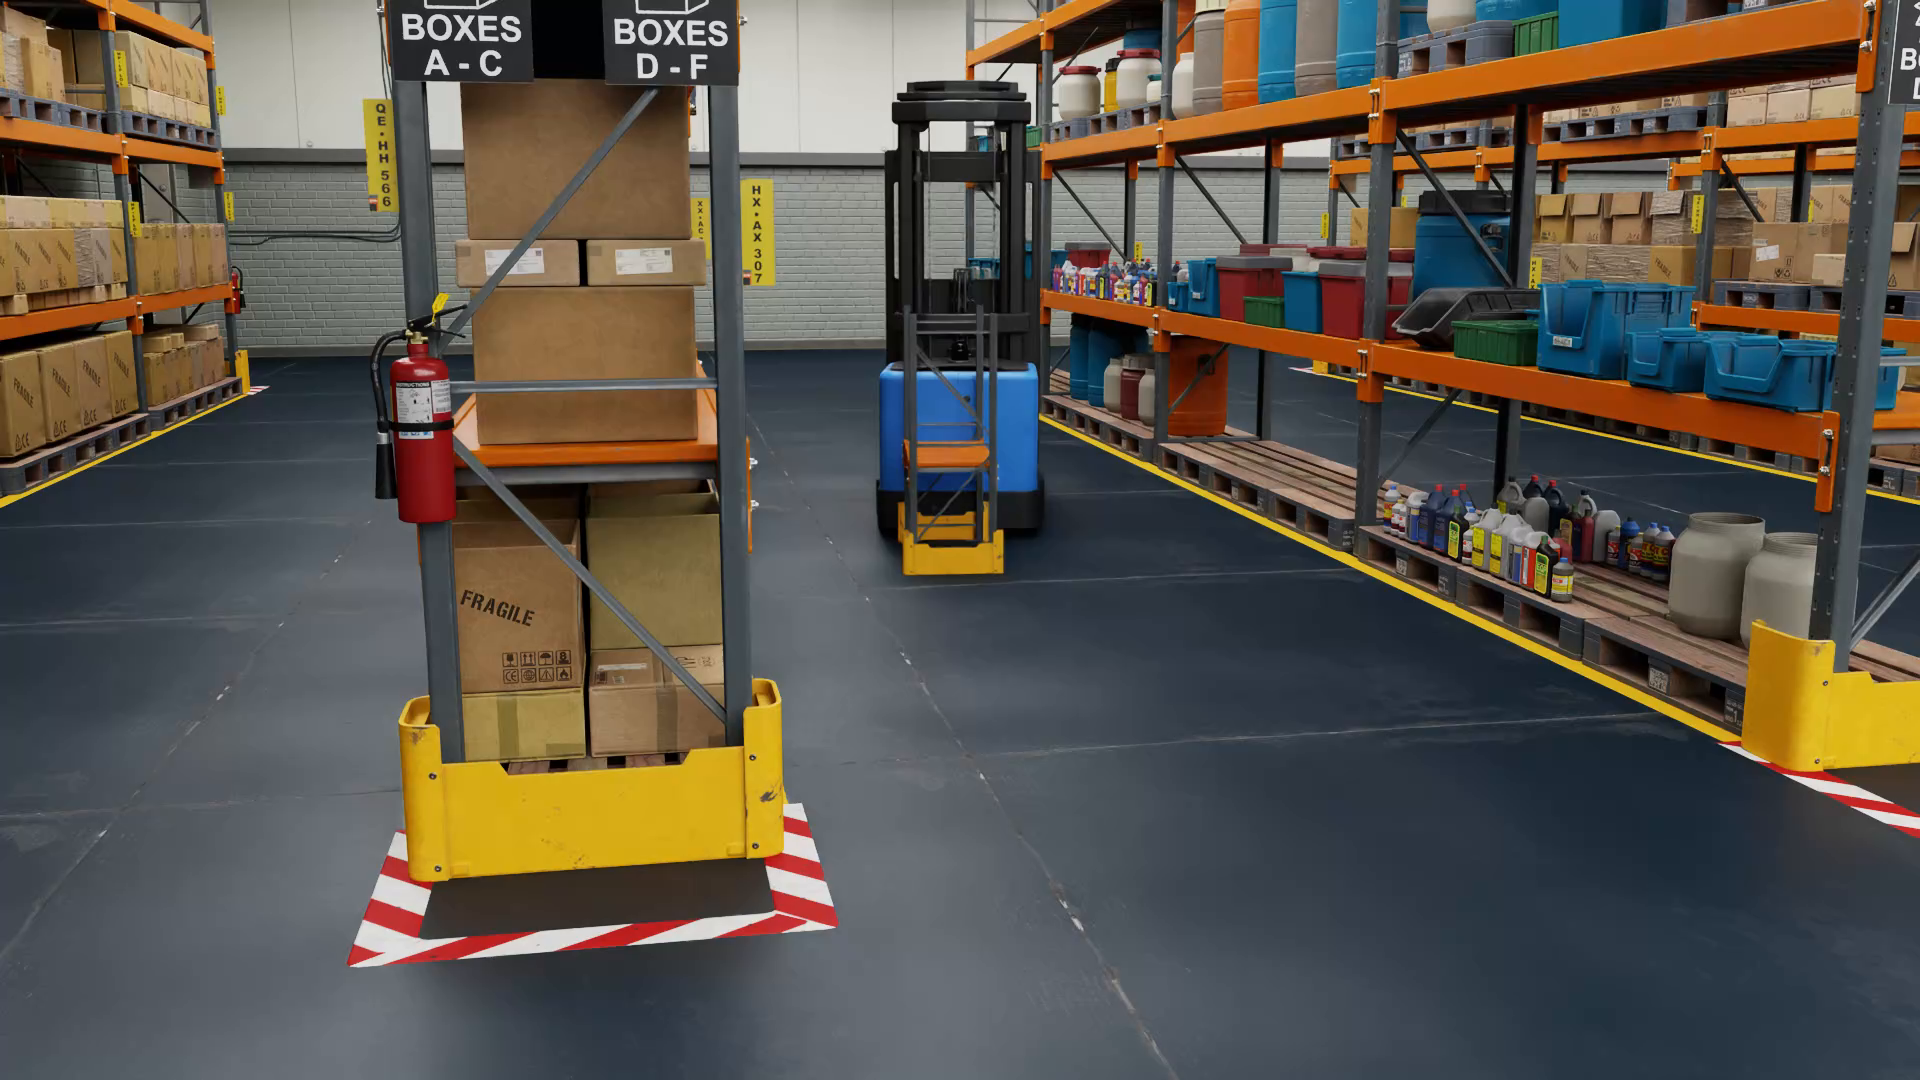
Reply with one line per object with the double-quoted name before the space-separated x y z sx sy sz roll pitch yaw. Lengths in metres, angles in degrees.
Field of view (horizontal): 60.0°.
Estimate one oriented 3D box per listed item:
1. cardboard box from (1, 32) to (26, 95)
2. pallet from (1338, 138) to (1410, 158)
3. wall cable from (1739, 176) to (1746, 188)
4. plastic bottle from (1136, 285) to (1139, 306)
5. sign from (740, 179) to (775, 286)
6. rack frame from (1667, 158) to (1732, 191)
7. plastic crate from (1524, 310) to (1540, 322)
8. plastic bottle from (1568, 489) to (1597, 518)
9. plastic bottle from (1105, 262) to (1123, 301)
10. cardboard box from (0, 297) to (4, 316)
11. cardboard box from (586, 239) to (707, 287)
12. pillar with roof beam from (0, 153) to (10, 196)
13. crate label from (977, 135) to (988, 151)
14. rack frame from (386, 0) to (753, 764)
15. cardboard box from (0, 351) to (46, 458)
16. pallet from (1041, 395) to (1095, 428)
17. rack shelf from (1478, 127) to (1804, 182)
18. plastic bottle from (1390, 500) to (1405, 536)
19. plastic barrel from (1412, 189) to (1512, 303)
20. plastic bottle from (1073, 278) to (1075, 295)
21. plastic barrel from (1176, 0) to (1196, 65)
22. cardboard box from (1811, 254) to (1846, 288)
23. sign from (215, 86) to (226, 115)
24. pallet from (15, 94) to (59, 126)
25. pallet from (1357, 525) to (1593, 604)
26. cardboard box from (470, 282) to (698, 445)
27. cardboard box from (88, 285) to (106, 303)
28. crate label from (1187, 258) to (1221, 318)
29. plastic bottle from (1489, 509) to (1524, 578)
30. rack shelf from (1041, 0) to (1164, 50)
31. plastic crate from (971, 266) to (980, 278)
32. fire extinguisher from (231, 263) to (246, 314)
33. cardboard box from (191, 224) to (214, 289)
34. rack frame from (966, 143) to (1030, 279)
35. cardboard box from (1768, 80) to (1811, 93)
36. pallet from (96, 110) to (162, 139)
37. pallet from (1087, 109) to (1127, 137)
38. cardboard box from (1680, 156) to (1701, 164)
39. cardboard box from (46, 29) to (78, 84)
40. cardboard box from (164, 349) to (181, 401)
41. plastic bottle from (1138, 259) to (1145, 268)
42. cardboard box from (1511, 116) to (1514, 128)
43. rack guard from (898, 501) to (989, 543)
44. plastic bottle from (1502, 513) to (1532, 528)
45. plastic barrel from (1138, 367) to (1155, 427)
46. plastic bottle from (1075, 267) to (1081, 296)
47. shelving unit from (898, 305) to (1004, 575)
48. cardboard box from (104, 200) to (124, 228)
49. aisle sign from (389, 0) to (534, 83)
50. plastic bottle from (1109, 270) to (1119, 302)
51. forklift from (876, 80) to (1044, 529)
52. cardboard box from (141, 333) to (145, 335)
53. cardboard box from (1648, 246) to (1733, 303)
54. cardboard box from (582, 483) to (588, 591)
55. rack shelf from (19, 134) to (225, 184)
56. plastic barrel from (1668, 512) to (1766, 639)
"cardboard box" -8.095 -3.871 13.545 0.700 0.500 0.500 -2 11 -11
"pallet" 5.588 -5.060 21.473 1.003 0.211 1.213 -2 11 -11
"wall cable" 14.034 -5.674 29.682 0.585 1.953 0.123 -2 11 -11
"plastic bottle" 1.584 -2.143 14.467 0.097 0.201 0.097 0 11 0
"sign" -0.627 -0.955 5.163 0.100 0.325 0.005 -2 11 -11
"rack frame" 10.318 -3.927 23.308 1.000 3.000 0.127 -2 11 -11
"plastic crate" 3.390 -1.118 8.948 0.499 0.251 0.616 -2 11 -11
"plastic bottle" 3.417 -0.097 9.093 0.144 0.351 0.185 -2 11 -11
"plastic bottle" 1.421 -2.393 15.378 0.144 0.351 0.185 -2 11 -11
"cardboard box" -7.464 -1.760 12.537 0.380 0.149 0.250 -2 11 -10
"cardboard box" -1.038 -0.919 5.500 0.380 0.149 0.250 -2 11 -11
"pillar with roof beam" -5.127 -5.692 16.535 9.100 9.000 0.400 -2 11 -11
"crate label" 0.437 -4.805 20.294 0.408 0.251 0.502 -2 11 -11
"rack frame" -1.173 -0.471 5.151 1.000 3.000 0.127 -2 11 -11
"cardboard box" -7.601 -1.048 12.805 0.750 0.750 0.750 -2 11 -12
"pallet" 1.462 -1.339 17.166 1.003 0.211 1.213 -2 11 -11
"rack shelf" 6.600 -3.785 16.463 1.077 0.370 4.000 -2 11 -11
"plastic bottle" 2.560 -0.133 9.680 0.097 0.201 0.097 0 11 0
"plastic barrel" 3.131 -1.713 10.332 0.600 0.901 0.708 -2 11 -11
"plastic bottle" 1.174 -2.530 16.500 0.097 0.201 0.097 0 11 0
"plastic barrel" 2.023 -4.113 13.990 0.600 0.830 0.708 -2 11 -11
"cardboard box" 7.089 -2.115 13.065 0.500 0.250 0.500 -2 11 -13
"sign" -8.608 -5.112 19.353 0.100 0.325 0.005 -2 11 -11
"pallet" -7.985 -3.460 13.334 1.003 0.211 1.213 -2 11 -8
"pallet" 2.998 0.110 9.554 1.003 0.211 1.213 -2 11 -11
"cardboard box" -1.251 -0.607 5.594 0.700 0.500 0.500 -2 11 -11
"cardboard box" -7.834 -2.185 14.774 0.380 0.149 0.250 -2 11 -11
"crate label" 2.059 -1.943 12.790 0.502 0.435 0.616 -2 11 -11
"plastic bottle" 2.814 0.010 8.527 0.144 0.351 0.185 -2 11 -9
"rack shelf" 1.742 -4.882 15.274 1.077 0.370 4.000 -2 11 -11
"plastic crate" 0.281 -3.366 20.905 0.250 0.136 0.298 -2 11 -11
"fire extinguisher" -8.720 -3.048 19.894 0.296 0.674 0.183 -2 11 -11
"cardboard box" -8.882 -3.146 18.402 0.980 0.700 0.700 -2 11 -11
"rack frame" 0.575 -3.585 21.512 1.000 3.000 0.127 -2 11 -11
"cardboard box" 6.923 -3.878 13.421 0.500 0.500 0.500 -2 11 -11
"pallet" -8.514 -4.072 16.282 1.003 0.211 1.213 -2 11 -11
"pallet" 1.825 -3.884 15.565 1.003 0.211 1.213 -2 11 -11
"cardboard box" 10.155 -5.236 22.560 0.500 0.250 0.500 -2 11 -9
"cardboard box" -8.730 -4.635 16.008 0.500 0.500 0.500 -2 11 -11
"cardboard box" -8.504 -1.703 17.184 0.700 0.500 0.500 -2 11 -12
"plastic bottle" 1.852 -2.671 16.839 0.144 0.351 0.185 -2 11 -11
"cardboard box" 6.334 -4.655 17.717 0.700 0.500 0.500 -2 11 -10
"rack guard" -0.104 -0.115 10.630 0.587 0.250 0.087 -1 11 -4
"plastic bottle" 2.918 0.003 8.766 0.152 0.276 0.135 -2 11 -11
"plastic barrel" 1.821 -1.292 14.991 0.421 0.512 0.421 0 11 0
"plastic bottle" 1.178 -2.549 16.377 0.061 0.283 0.133 -2 11 -11
"shelving unit" -0.072 -0.636 10.025 0.587 1.500 1.083 -1 11 -4
"cardboard box" -8.023 -2.989 15.254 0.500 0.250 0.500 -2 11 -10
"aisle sign" -1.448 -1.726 4.789 0.394 0.787 0.004 -2 11 -11
"plastic bottle" 1.411 -2.329 15.223 0.061 0.283 0.133 -2 11 -11
"forklift" 0.028 -1.727 11.934 1.130 2.935 3.031 0 11 1
"cardboard box" -8.781 -2.087 17.465 0.380 0.149 0.250 -2 11 -10
"cardboard box" 6.650 -2.429 15.168 0.500 0.500 0.500 -2 11 -9
"cardboard box" -1.874 -0.058 7.201 0.500 0.500 0.500 -2 11 -11
"rack shelf" -8.754 -3.978 17.478 1.077 0.370 4.000 -2 11 -11
"plastic barrel" 3.386 0.155 7.390 0.421 0.512 0.421 0 11 0
